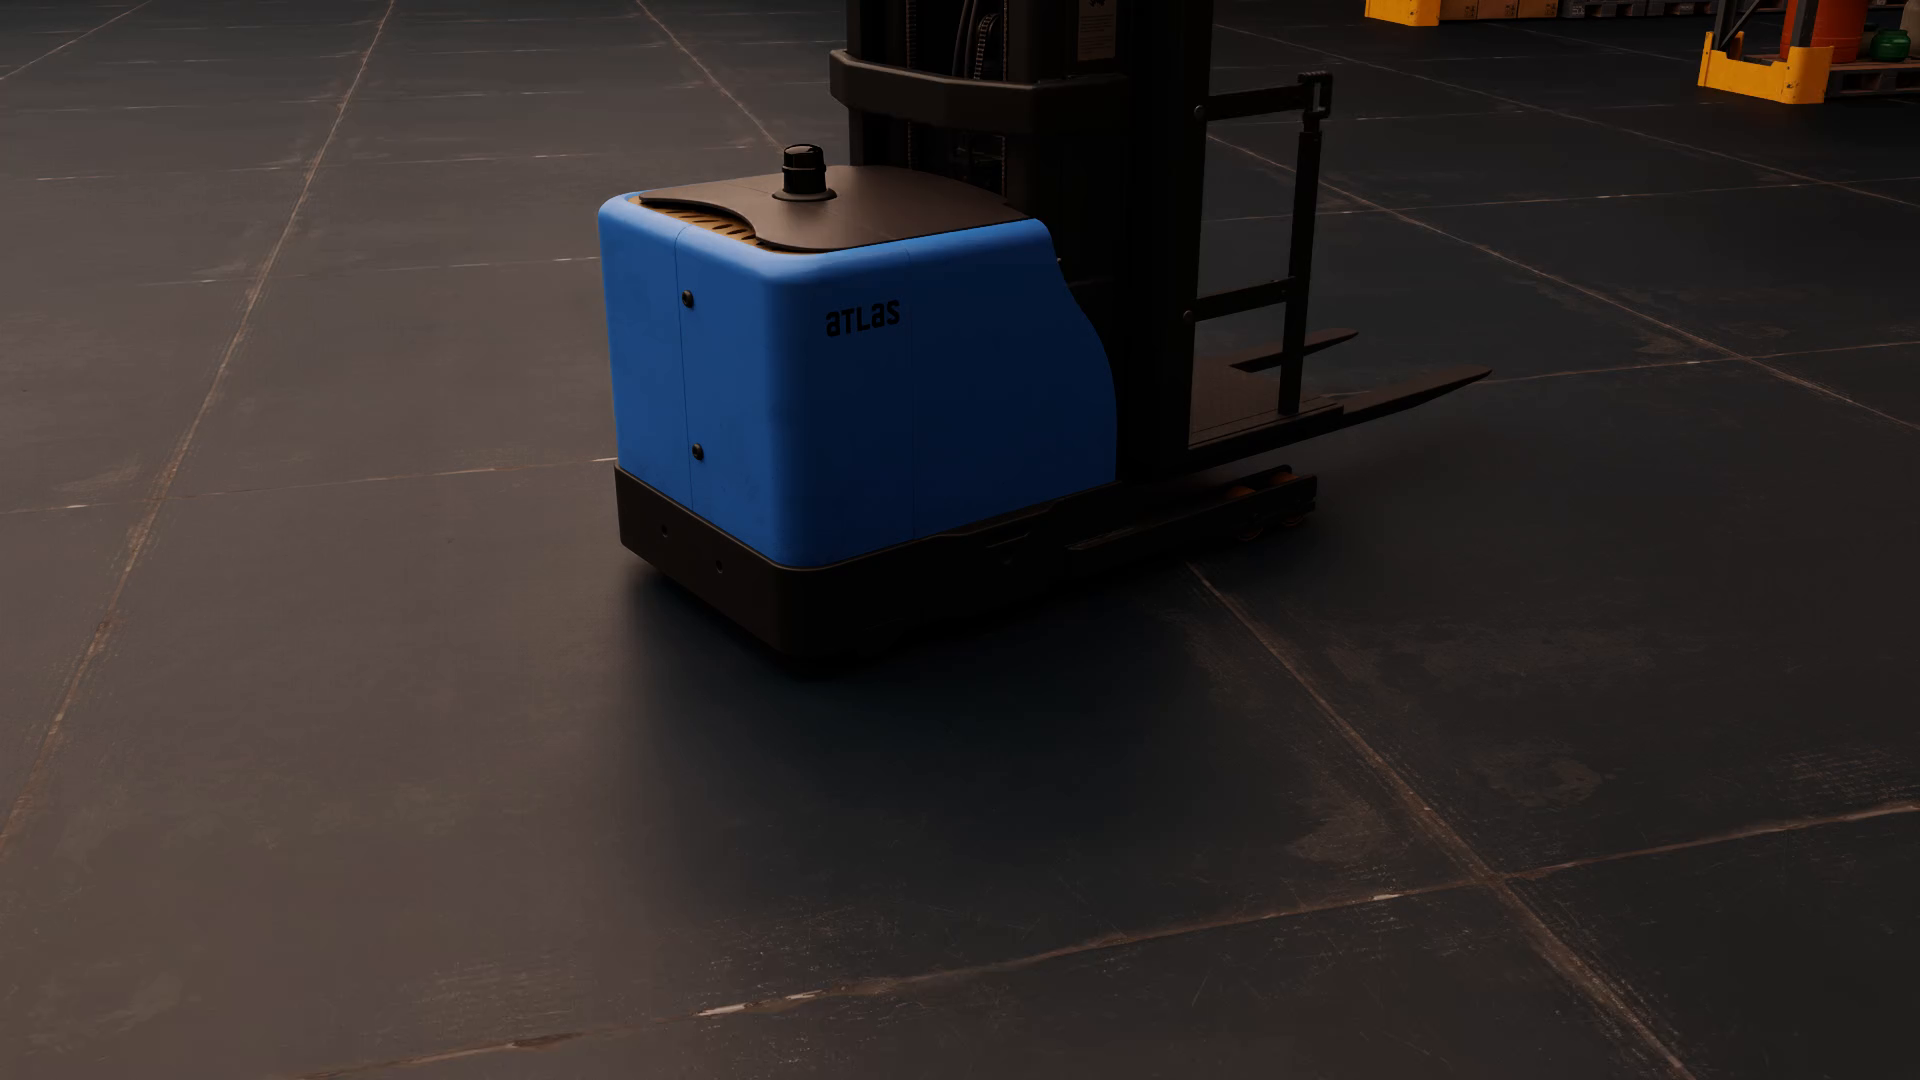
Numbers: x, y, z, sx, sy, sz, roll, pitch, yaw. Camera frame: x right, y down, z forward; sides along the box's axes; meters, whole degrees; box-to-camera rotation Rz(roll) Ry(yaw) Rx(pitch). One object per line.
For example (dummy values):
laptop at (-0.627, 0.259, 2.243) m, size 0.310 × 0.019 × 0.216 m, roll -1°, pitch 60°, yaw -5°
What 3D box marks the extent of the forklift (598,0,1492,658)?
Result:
forklift at (0.484, -1.493, 4.818) m, size 3.031 × 2.935 × 1.130 m, roll -17°, pitch 28°, yaw -34°
